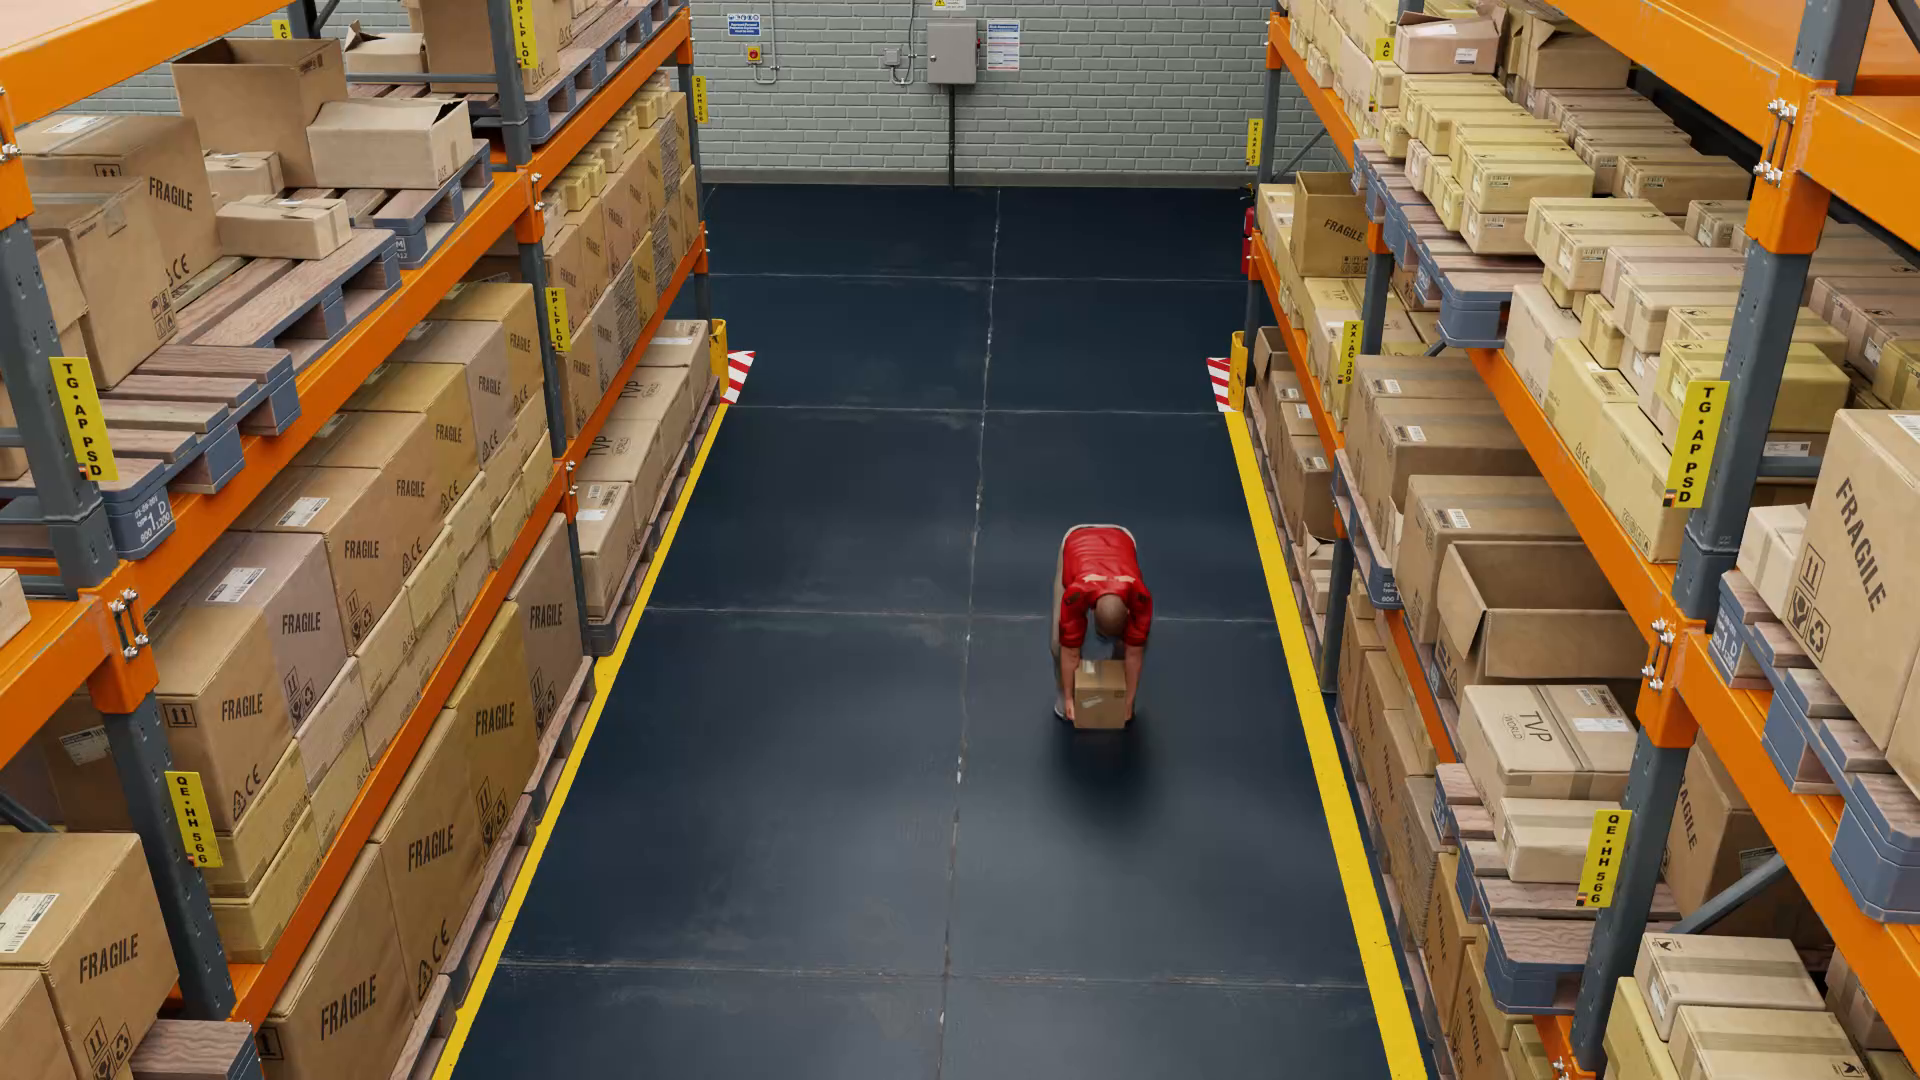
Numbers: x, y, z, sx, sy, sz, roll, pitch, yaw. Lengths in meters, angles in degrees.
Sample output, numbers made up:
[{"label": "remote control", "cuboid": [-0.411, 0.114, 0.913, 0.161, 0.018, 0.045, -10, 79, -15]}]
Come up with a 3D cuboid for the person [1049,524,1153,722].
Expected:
[{"label": "person", "cuboid": [0.711, 0.515, 8.391, 0.509, 1.047, 0.963, 0, 28, 0]}]
